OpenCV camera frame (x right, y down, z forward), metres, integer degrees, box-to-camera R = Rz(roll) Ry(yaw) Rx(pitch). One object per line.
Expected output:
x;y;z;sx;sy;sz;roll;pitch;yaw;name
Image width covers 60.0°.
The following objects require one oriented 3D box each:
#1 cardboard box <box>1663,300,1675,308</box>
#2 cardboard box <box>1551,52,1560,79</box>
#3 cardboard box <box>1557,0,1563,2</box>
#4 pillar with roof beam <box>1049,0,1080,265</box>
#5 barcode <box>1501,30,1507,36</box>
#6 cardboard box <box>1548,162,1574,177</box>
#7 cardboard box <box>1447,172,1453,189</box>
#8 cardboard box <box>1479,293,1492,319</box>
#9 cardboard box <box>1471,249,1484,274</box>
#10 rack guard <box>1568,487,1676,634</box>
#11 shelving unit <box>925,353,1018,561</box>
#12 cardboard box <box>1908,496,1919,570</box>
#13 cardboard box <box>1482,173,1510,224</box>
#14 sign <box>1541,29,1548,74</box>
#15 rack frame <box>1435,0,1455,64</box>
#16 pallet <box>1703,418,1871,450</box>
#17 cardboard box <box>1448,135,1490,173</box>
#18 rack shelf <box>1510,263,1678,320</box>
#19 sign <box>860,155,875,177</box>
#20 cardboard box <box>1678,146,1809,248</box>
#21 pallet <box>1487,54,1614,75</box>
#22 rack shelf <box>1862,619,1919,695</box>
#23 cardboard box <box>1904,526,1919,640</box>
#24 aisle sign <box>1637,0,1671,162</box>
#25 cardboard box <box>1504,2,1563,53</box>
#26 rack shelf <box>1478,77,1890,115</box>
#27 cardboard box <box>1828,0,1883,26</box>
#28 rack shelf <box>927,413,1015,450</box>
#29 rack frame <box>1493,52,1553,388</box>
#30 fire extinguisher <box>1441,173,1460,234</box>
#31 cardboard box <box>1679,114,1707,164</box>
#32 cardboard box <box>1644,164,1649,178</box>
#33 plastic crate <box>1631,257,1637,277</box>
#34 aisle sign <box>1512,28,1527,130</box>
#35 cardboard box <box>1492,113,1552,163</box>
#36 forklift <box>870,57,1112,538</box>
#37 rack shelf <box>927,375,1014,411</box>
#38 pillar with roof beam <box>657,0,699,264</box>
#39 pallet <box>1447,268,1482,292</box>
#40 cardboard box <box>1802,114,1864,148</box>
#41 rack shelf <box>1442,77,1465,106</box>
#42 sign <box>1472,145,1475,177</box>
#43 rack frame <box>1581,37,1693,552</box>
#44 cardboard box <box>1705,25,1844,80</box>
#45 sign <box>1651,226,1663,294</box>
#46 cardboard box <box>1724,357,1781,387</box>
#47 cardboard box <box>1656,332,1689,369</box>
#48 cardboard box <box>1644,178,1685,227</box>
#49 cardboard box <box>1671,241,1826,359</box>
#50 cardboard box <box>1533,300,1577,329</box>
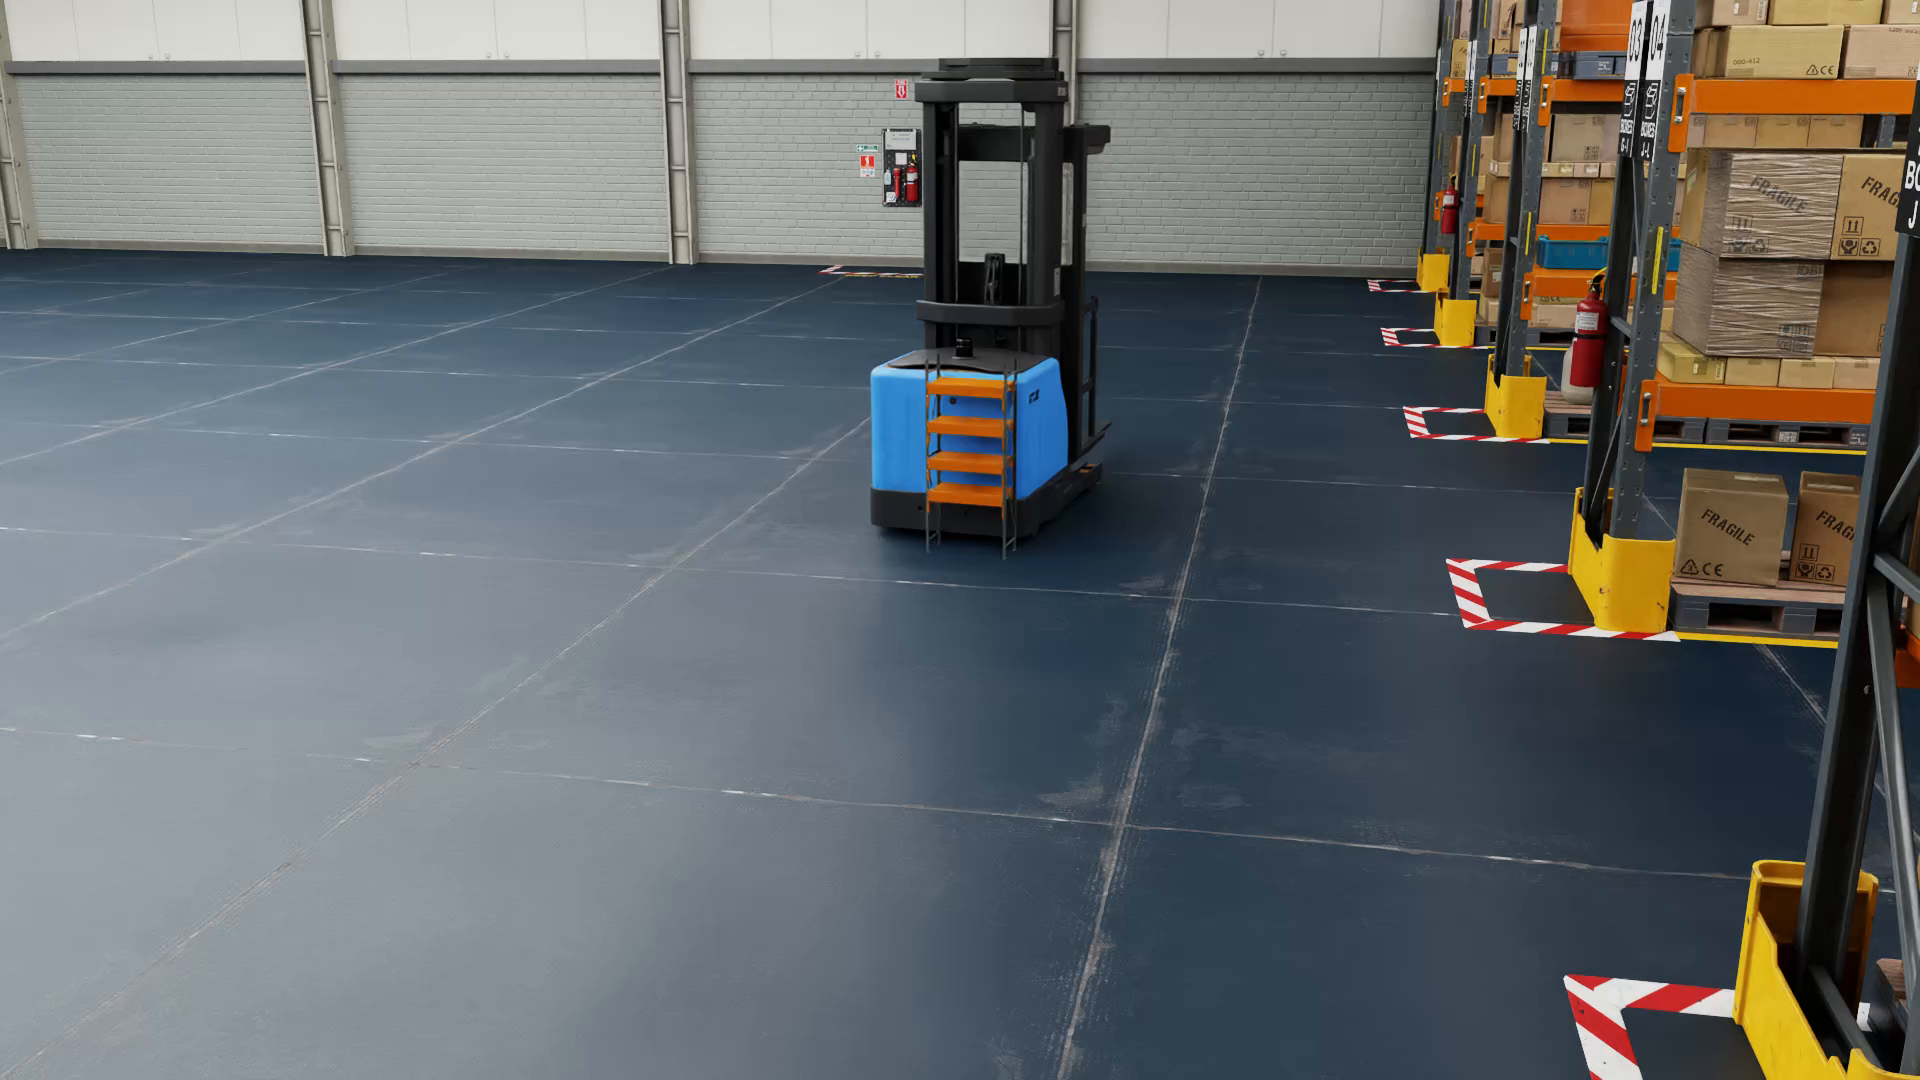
7.506;-2.780;17.867;0.500;0.500;0.500;3;16;11;cardboard box
7.846;-6.360;21.989;0.500;0.500;0.500;4;16;14;cardboard box
7.854;-6.841;21.853;0.500;0.500;0.500;4;16;13;cardboard box
0.660;-7.277;19.907;0.400;9.000;9.100;3;16;11;pillar with roof beam
5.948;-5.544;18.179;0.075;0.075;0.001;3;16;11;barcode
6.401;-3.965;17.784;0.250;0.149;0.380;3;16;11;cardboard box
7.036;-4.967;23.049;0.500;0.250;0.500;3;16;12;cardboard box
6.140;-2.634;18.747;0.500;0.250;0.500;3;16;11;cardboard box
7.199;-3.860;23.021;0.500;0.311;0.500;1;16;5;cardboard box
3.652;0.092;9.224;0.348;0.500;1.175;3;16;11;rack guard
0.068;-0.503;10.060;0.503;1.200;0.258;5;16;17;shelving unit
5.389;-0.016;8.826;0.500;0.500;0.500;5;16;16;cardboard box
6.011;-3.728;18.145;0.500;0.500;0.700;3;16;11;cardboard box
4.451;-3.719;12.662;0.005;0.325;0.100;3;16;11;sign
6.539;-7.895;22.138;0.127;3.000;1.000;3;16;11;rack frame
6.636;-0.967;13.587;1.213;0.211;1.003;3;16;11;pallet
7.043;-5.333;22.966;0.500;0.500;0.500;3;16;10;cardboard box
6.525;-1.959;13.294;4.000;0.370;1.077;3;16;11;rack shelf
-1.417;-5.727;25.483;0.234;0.329;0.001;3;16;11;sign
4.166;-1.826;8.846;0.500;0.500;0.500;3;16;11;cardboard box
6.243;-5.067;17.711;1.213;0.211;1.003;3;16;11;pallet
4.450;0.628;3.952;4.000;0.370;1.077;3;16;11;rack shelf
2.863;0.111;4.192;0.550;0.550;0.875;3;16;11;cardboard box
3.457;-2.295;8.287;0.004;0.787;0.394;3;16;11;aisle sign
6.118;-5.442;17.656;0.637;0.503;0.797;4;16;15;cardboard box
7.516;-4.701;17.571;4.000;0.370;1.077;3;16;11;rack shelf
4.309;-2.587;8.127;0.250;0.149;0.380;3;16;10;cardboard box
0.068;-0.654;10.018;0.480;0.148;0.258;5;16;17;rack shelf
4.565;-2.413;13.582;0.127;3.000;1.000;3;16;11;rack frame
5.532;-3.799;18.731;0.183;0.674;0.296;3;16;11;fire extinguisher
7.564;-4.271;17.673;0.500;0.500;0.700;3;16;11;cardboard box
7.160;-3.924;17.636;0.250;0.149;0.380;3;16;10;cardboard box
5.378;-2.154;13.142;0.250;0.136;0.298;3;16;11;plastic crate
4.554;-3.747;13.530;0.004;0.787;0.394;3;16;11;aisle sign
6.062;-4.351;17.961;0.500;0.500;0.700;3;16;11;cardboard box
0.381;-1.776;11.414;1.130;2.935;3.031;5;16;18;forklift
0.068;-0.882;9.955;0.480;0.148;0.258;5;16;17;rack shelf
-5.220;-7.597;21.059;0.400;9.000;9.100;3;16;11;pillar with roof beam
7.403;-3.604;23.107;1.213;0.211;1.003;3;16;11;pallet
9.039;-4.191;17.384;0.500;0.500;0.700;3;16;11;cardboard box
8.499;-5.997;22.250;4.000;0.370;1.077;3;16;11;rack shelf
5.439;-4.019;17.610;0.005;0.325;0.100;3;16;11;sign
3.578;-1.117;8.905;0.127;3.000;1.000;3;16;11;rack frame
3.999;-2.397;8.188;0.500;0.250;0.500;4;16;13;cardboard box
3.470;-1.392;8.277;0.005;0.325;0.100;3;16;11;sign
4.051;-0.900;8.593;0.250;0.149;0.380;3;16;11;cardboard box
3.898;-1.035;9.079;0.250;0.149;0.380;3;16;11;cardboard box
7.528;-3.647;17.850;0.500;0.500;0.700;4;16;13;cardboard box
4.111;-1.272;8.720;0.500;0.500;0.875;3;16;11;cardboard box
6.528;-2.473;18.165;0.500;0.250;0.500;3;16;11;cardboard box
